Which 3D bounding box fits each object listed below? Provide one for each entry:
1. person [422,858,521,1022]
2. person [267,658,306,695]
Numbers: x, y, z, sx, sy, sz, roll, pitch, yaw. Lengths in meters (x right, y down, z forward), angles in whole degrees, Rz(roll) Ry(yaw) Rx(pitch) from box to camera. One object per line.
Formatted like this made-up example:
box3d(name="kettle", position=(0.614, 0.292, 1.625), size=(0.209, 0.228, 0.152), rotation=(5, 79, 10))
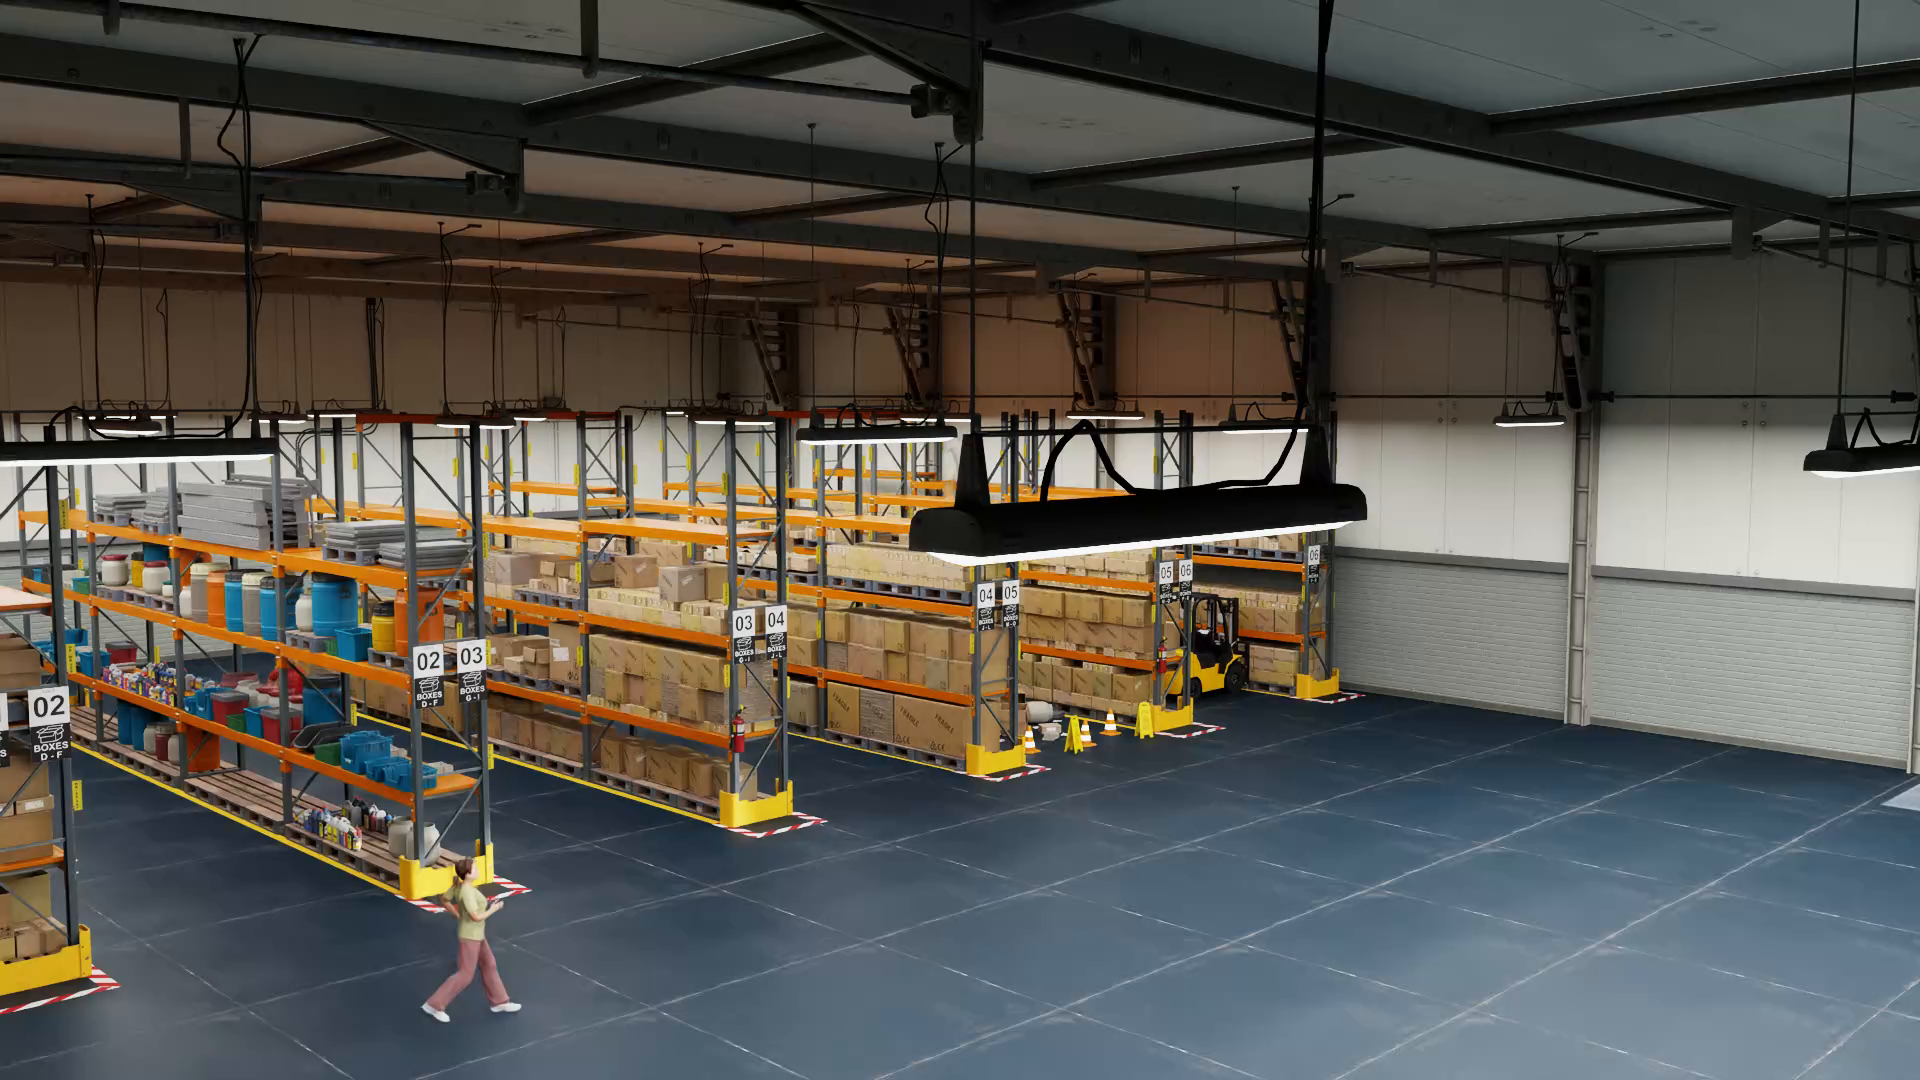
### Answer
box3d(name="person", position=(-4.926, 4.012, 16.741), size=(0.981, 1.651, 0.577), rotation=(-2, 5, -24))
box3d(name="person", position=(-11.918, 2.914, 29.671), size=(0.780, 1.801, 0.638), rotation=(3, 6, 31))
